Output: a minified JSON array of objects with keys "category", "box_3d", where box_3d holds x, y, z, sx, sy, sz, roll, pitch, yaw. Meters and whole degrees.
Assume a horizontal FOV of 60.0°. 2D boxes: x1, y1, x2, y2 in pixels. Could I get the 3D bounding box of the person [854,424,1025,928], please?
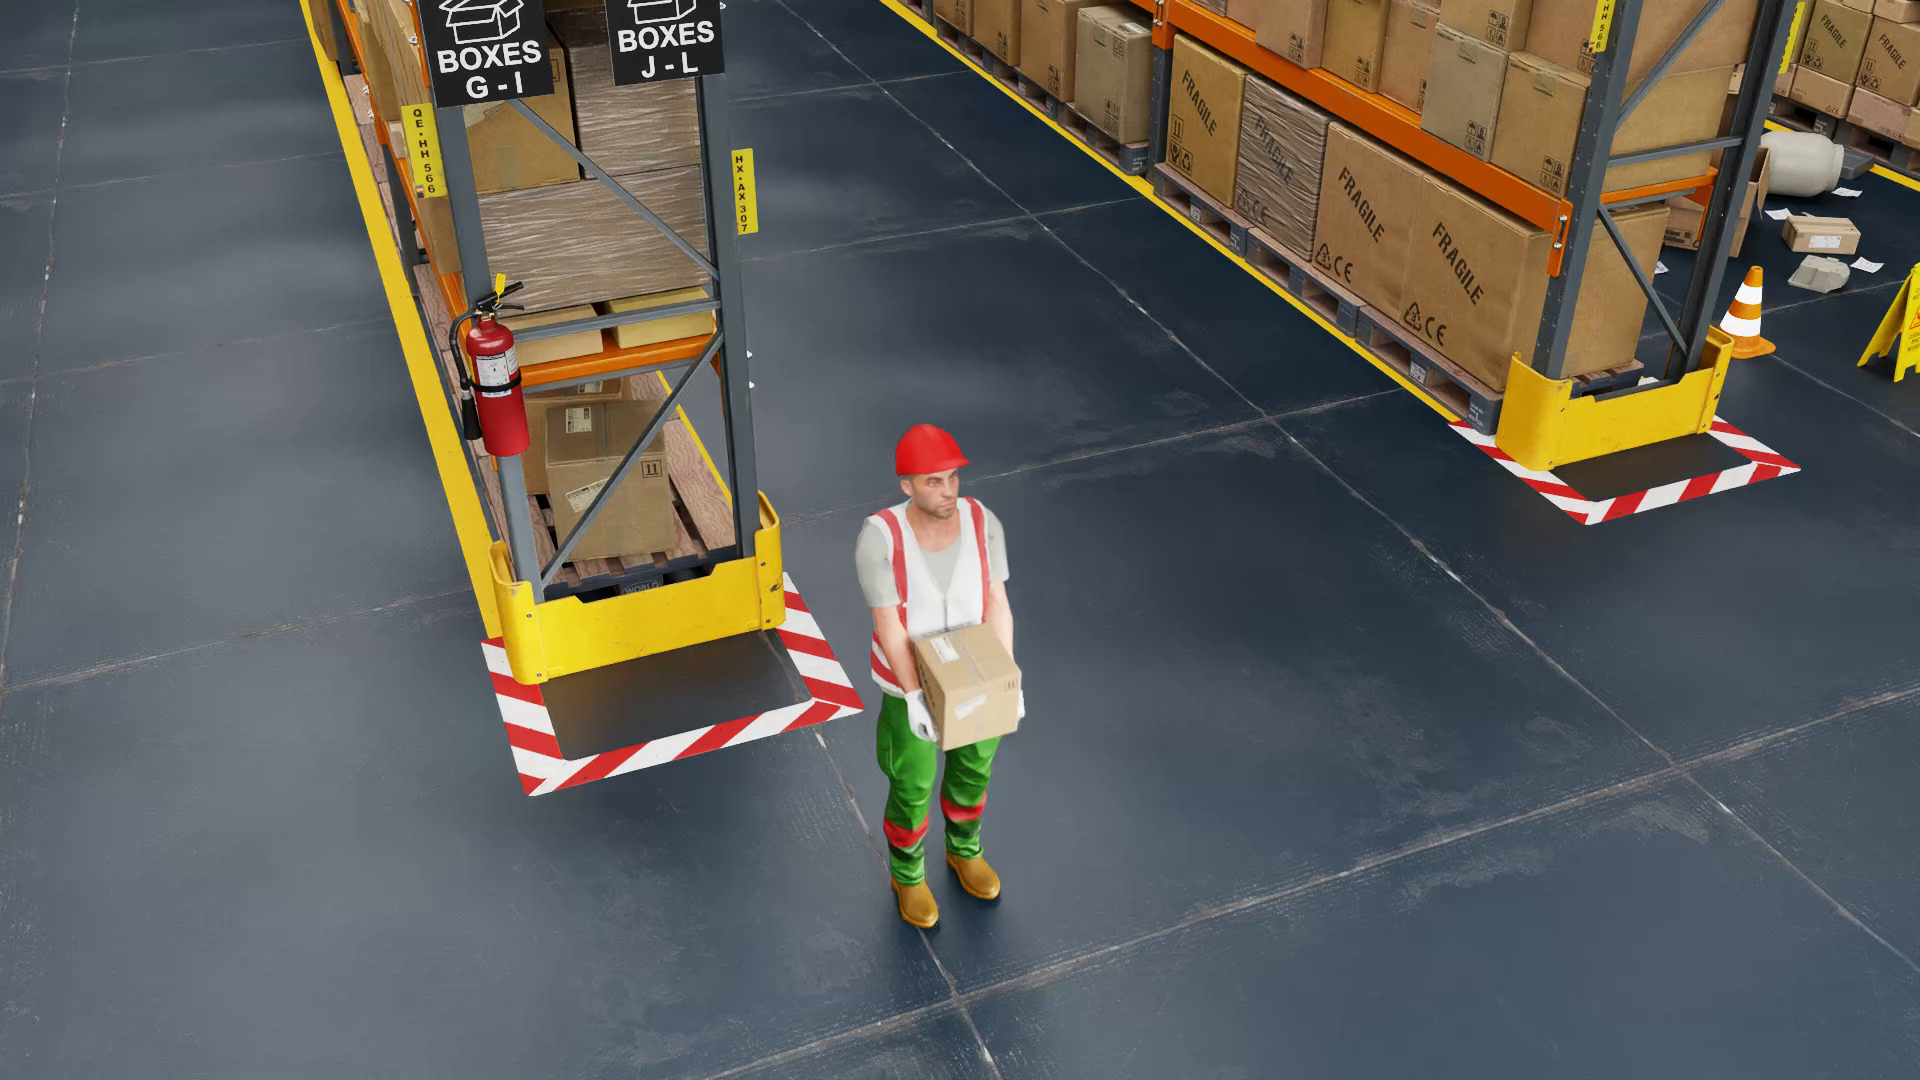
[{"category":"person","box_3d":[-0.040,0.494,5.365,0.500,1.787,0.560,-13,35,-19]}]
